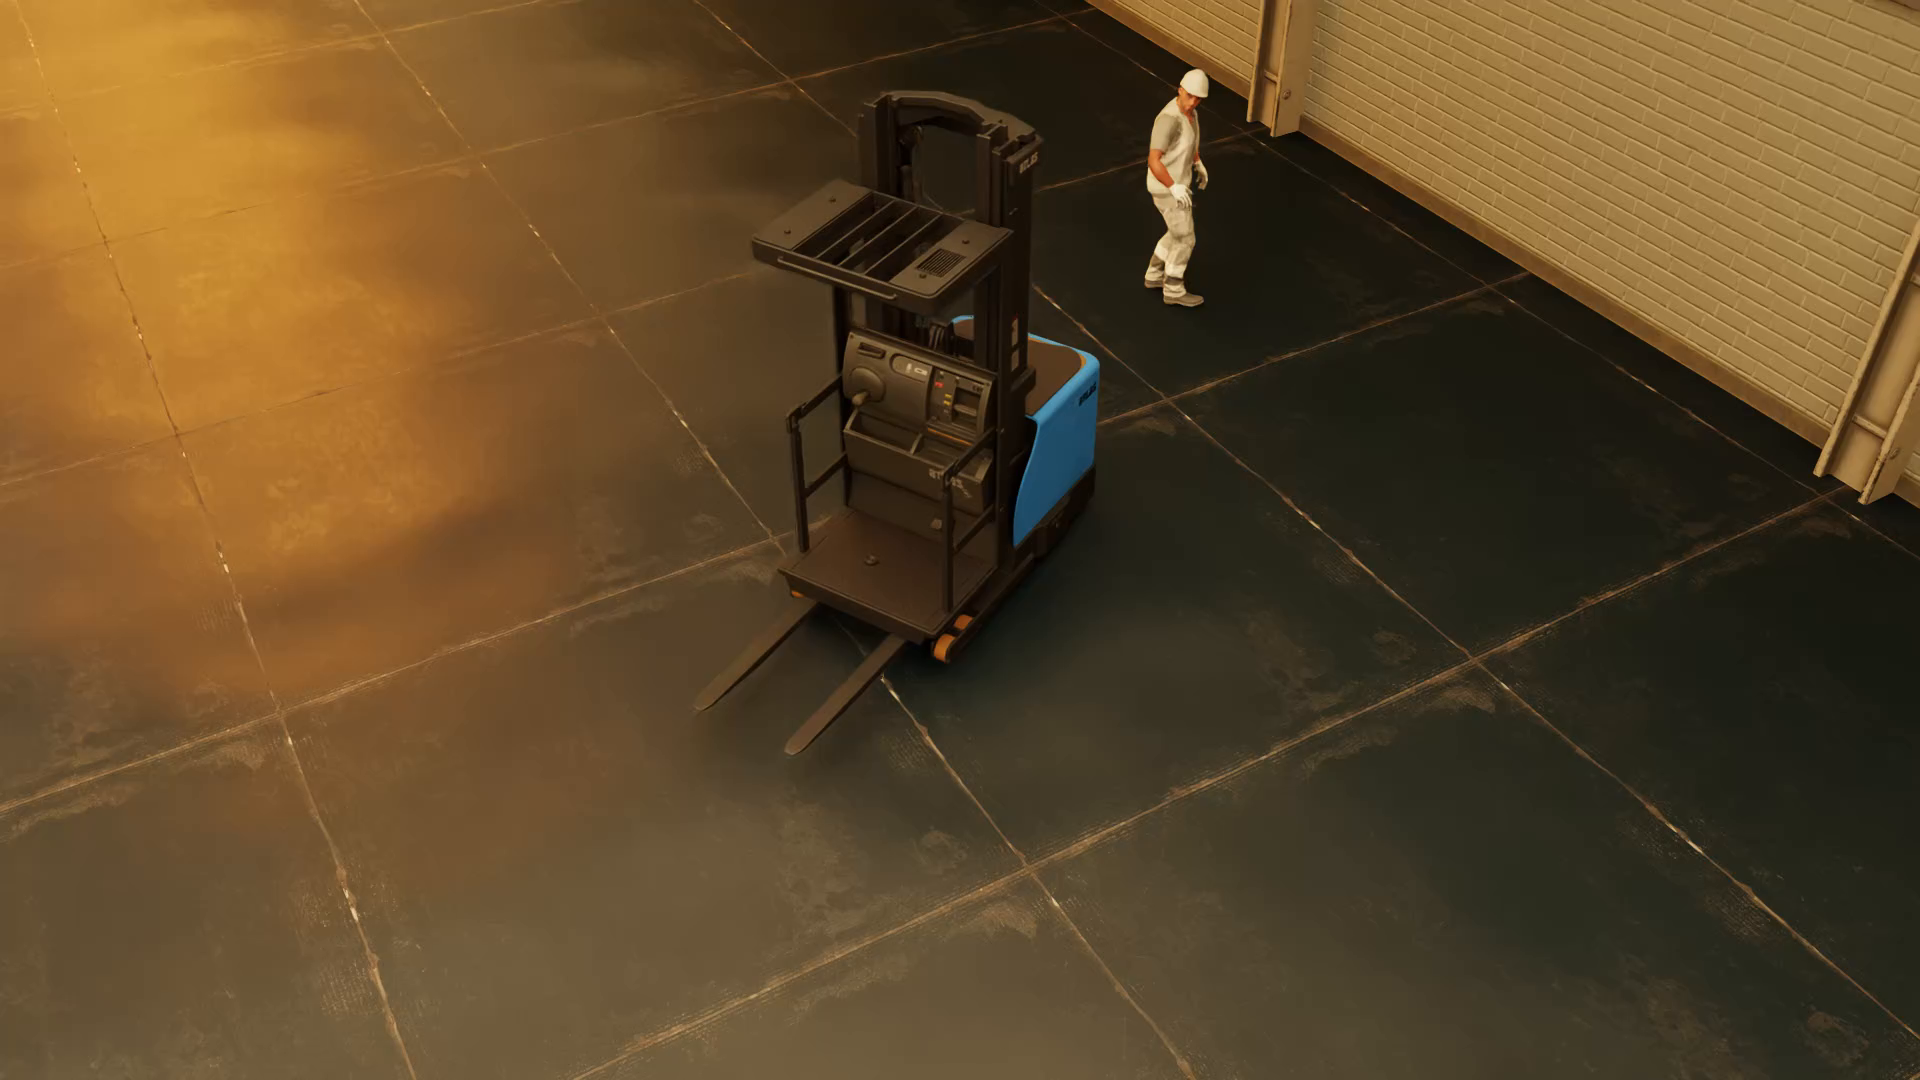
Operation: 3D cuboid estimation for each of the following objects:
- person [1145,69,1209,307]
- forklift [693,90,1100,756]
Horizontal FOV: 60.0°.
[{"bbox_3d":[1.618,-2.562,12.051,0.507,1.748,0.742,11,41,12],"label":"person"},{"bbox_3d":[-0.349,-0.770,8.965,1.130,2.935,3.031,22,44,24],"label":"forklift"}]
